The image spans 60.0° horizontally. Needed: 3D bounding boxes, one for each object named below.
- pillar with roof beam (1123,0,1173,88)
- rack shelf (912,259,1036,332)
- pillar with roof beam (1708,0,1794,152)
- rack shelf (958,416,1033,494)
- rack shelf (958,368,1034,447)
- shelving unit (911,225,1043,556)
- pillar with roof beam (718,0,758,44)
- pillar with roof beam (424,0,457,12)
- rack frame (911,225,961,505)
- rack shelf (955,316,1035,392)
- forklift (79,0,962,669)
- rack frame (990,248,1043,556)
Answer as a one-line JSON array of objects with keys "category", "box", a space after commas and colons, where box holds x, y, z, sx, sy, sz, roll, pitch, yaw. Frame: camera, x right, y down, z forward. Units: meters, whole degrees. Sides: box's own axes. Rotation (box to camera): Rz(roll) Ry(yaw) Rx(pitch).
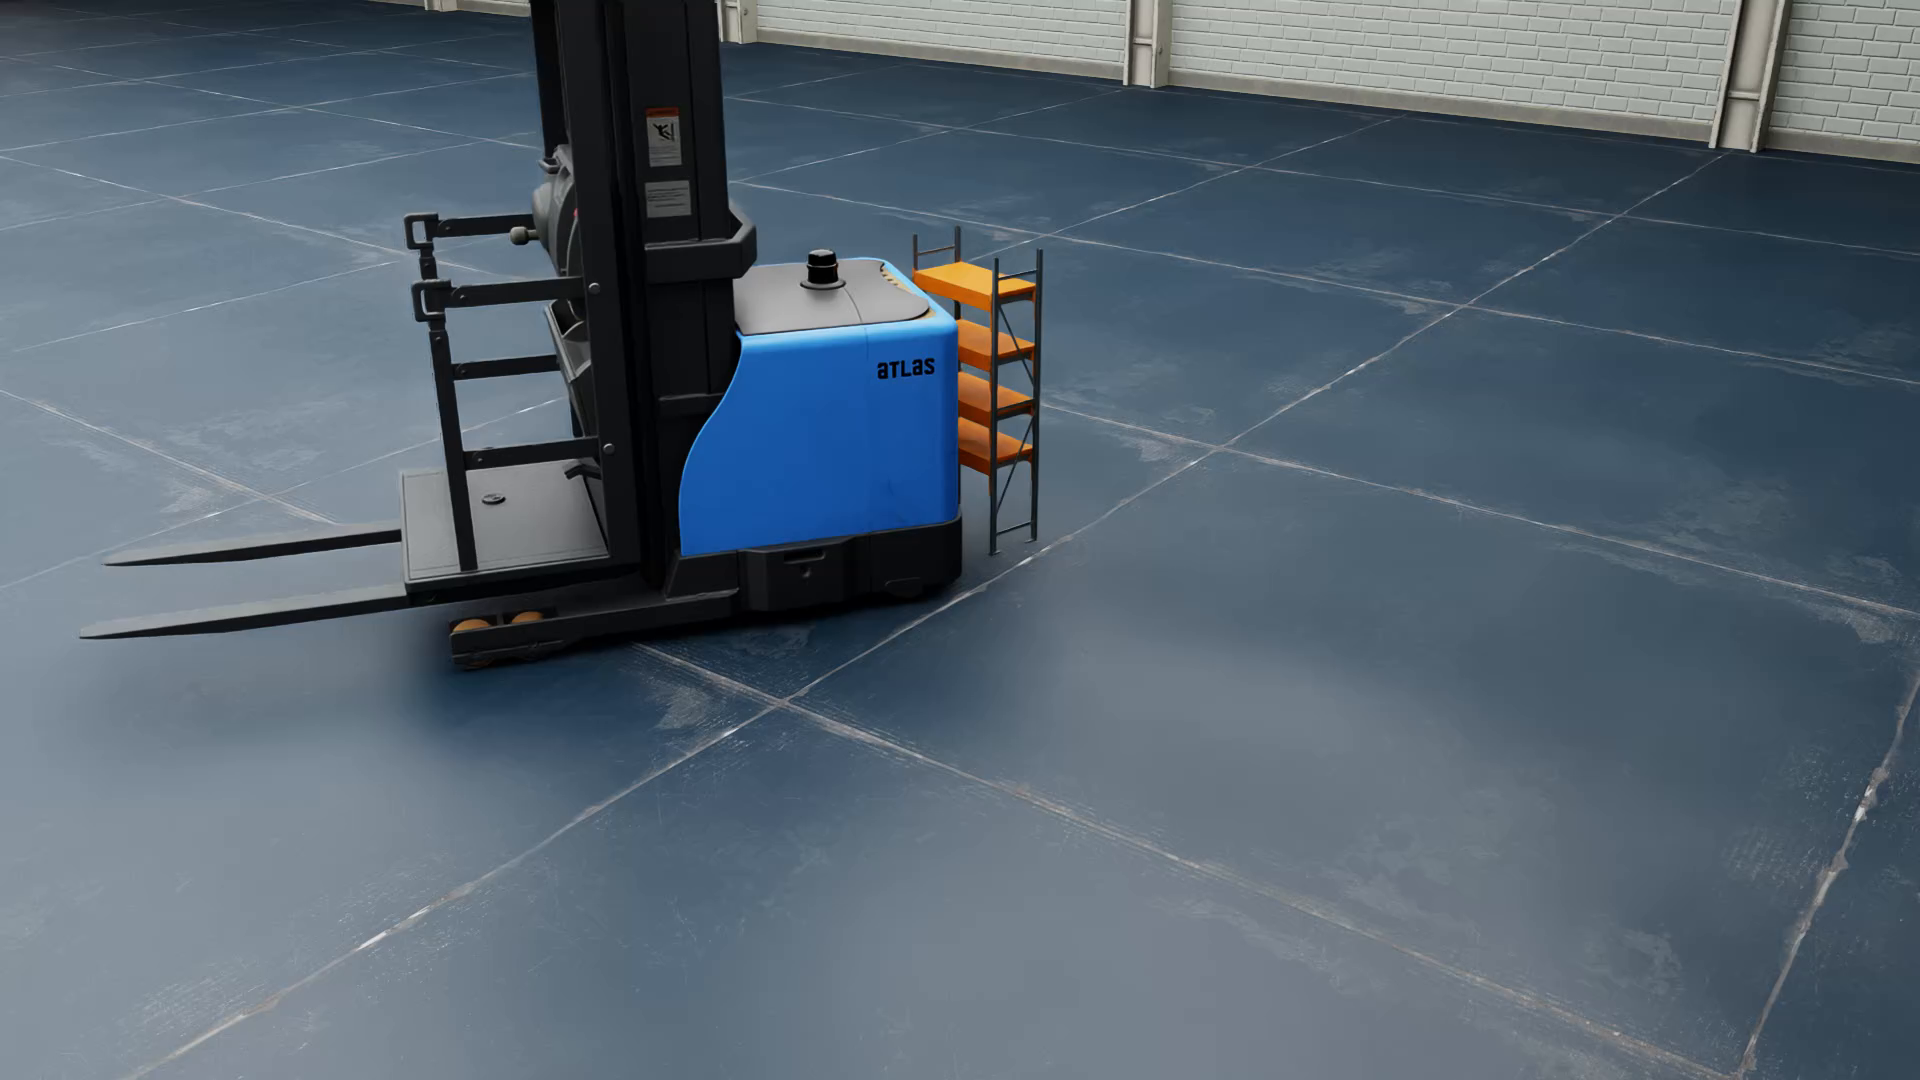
[{"category": "pillar with roof beam", "box": [-0.587, -7.616, 12.874, 0.400, 9.000, 9.100, 17, 29, 33]}, {"category": "rack shelf", "box": [0.061, -0.955, 6.454, 0.258, 0.148, 0.480, -18, 30, -35]}, {"category": "pillar with roof beam", "box": [4.214, -6.165, 9.581, 0.400, 9.000, 9.100, 17, 29, 33]}, {"category": "rack shelf", "box": [0.061, -0.352, 6.720, 0.258, 0.148, 0.480, -18, 30, -35]}, {"category": "rack shelf", "box": [0.061, -0.533, 6.640, 0.258, 0.148, 0.480, -18, 30, -35]}, {"category": "shelving unit", "box": [0.061, -0.595, 6.612, 0.258, 1.200, 0.503, -18, 30, -35]}, {"category": "pillar with roof beam", "box": [-5.388, -9.067, 16.167, 0.400, 9.000, 9.100, 17, 29, 33]}, {"category": "pillar with roof beam", "box": [-10.189, -10.517, 19.460, 0.400, 9.000, 9.100, 17, 29, 33]}, {"category": "rack frame", "box": [-0.094, -0.671, 6.785, 0.240, 1.200, 0.015, -18, 30, -35]}, {"category": "rack shelf", "box": [0.061, -0.738, 6.549, 0.258, 0.148, 0.480, -18, 30, -35]}, {"category": "forklift", "box": [-1.567, -1.136, 5.694, 3.031, 2.935, 1.130, -8, 25, -17]}, {"category": "rack frame", "box": [0.216, -0.519, 6.440, 0.240, 1.200, 0.015, -18, 30, -35]}]
